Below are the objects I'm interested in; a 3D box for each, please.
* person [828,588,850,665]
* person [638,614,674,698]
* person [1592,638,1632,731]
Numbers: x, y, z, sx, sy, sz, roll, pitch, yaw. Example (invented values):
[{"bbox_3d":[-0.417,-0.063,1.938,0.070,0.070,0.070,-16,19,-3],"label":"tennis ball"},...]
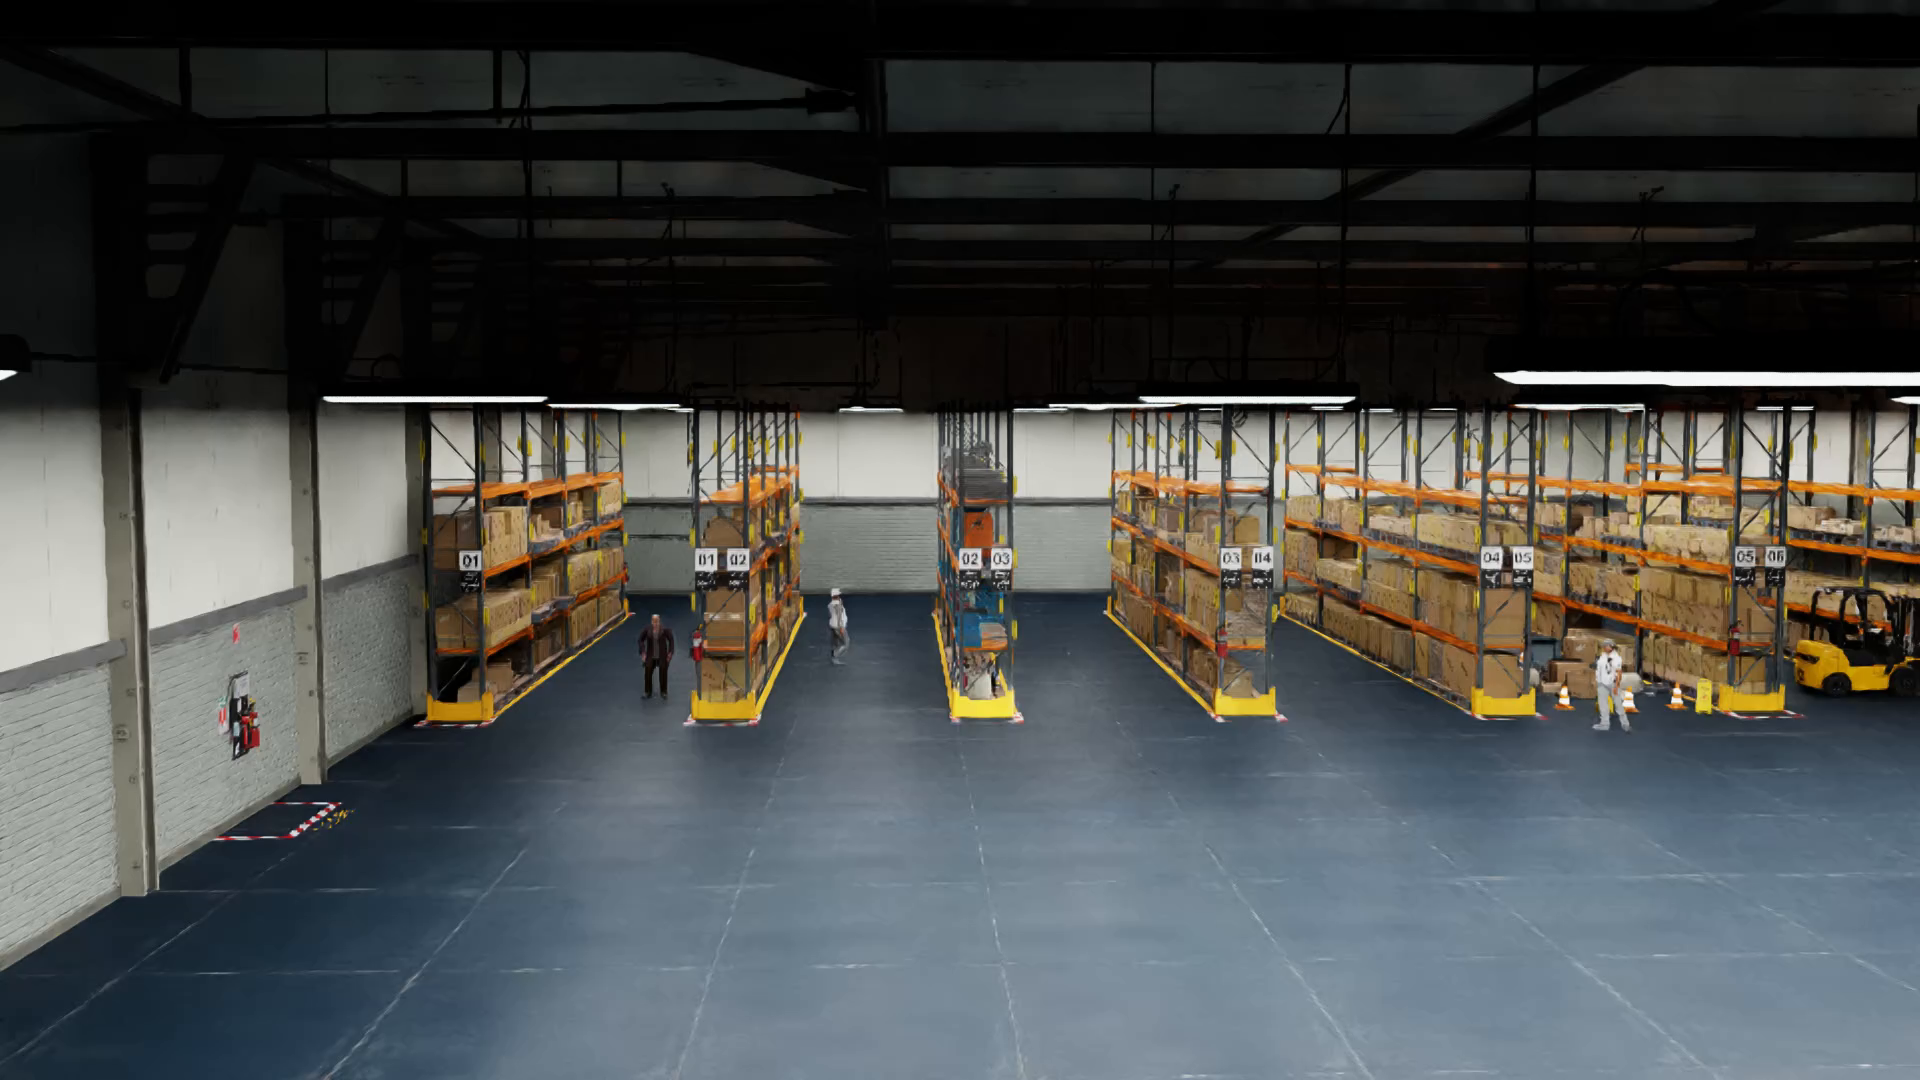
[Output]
[{"bbox_3d":[-2.790,1.971,37.765,0.447,1.770,0.569,-2,5,-28],"label":"person"},{"bbox_3d":[-6.108,2.326,33.401,0.712,1.733,0.546,0,4,-4],"label":"person"},{"bbox_3d":[11.846,2.616,30.138,0.508,1.659,0.674,-2,5,-26],"label":"person"}]
